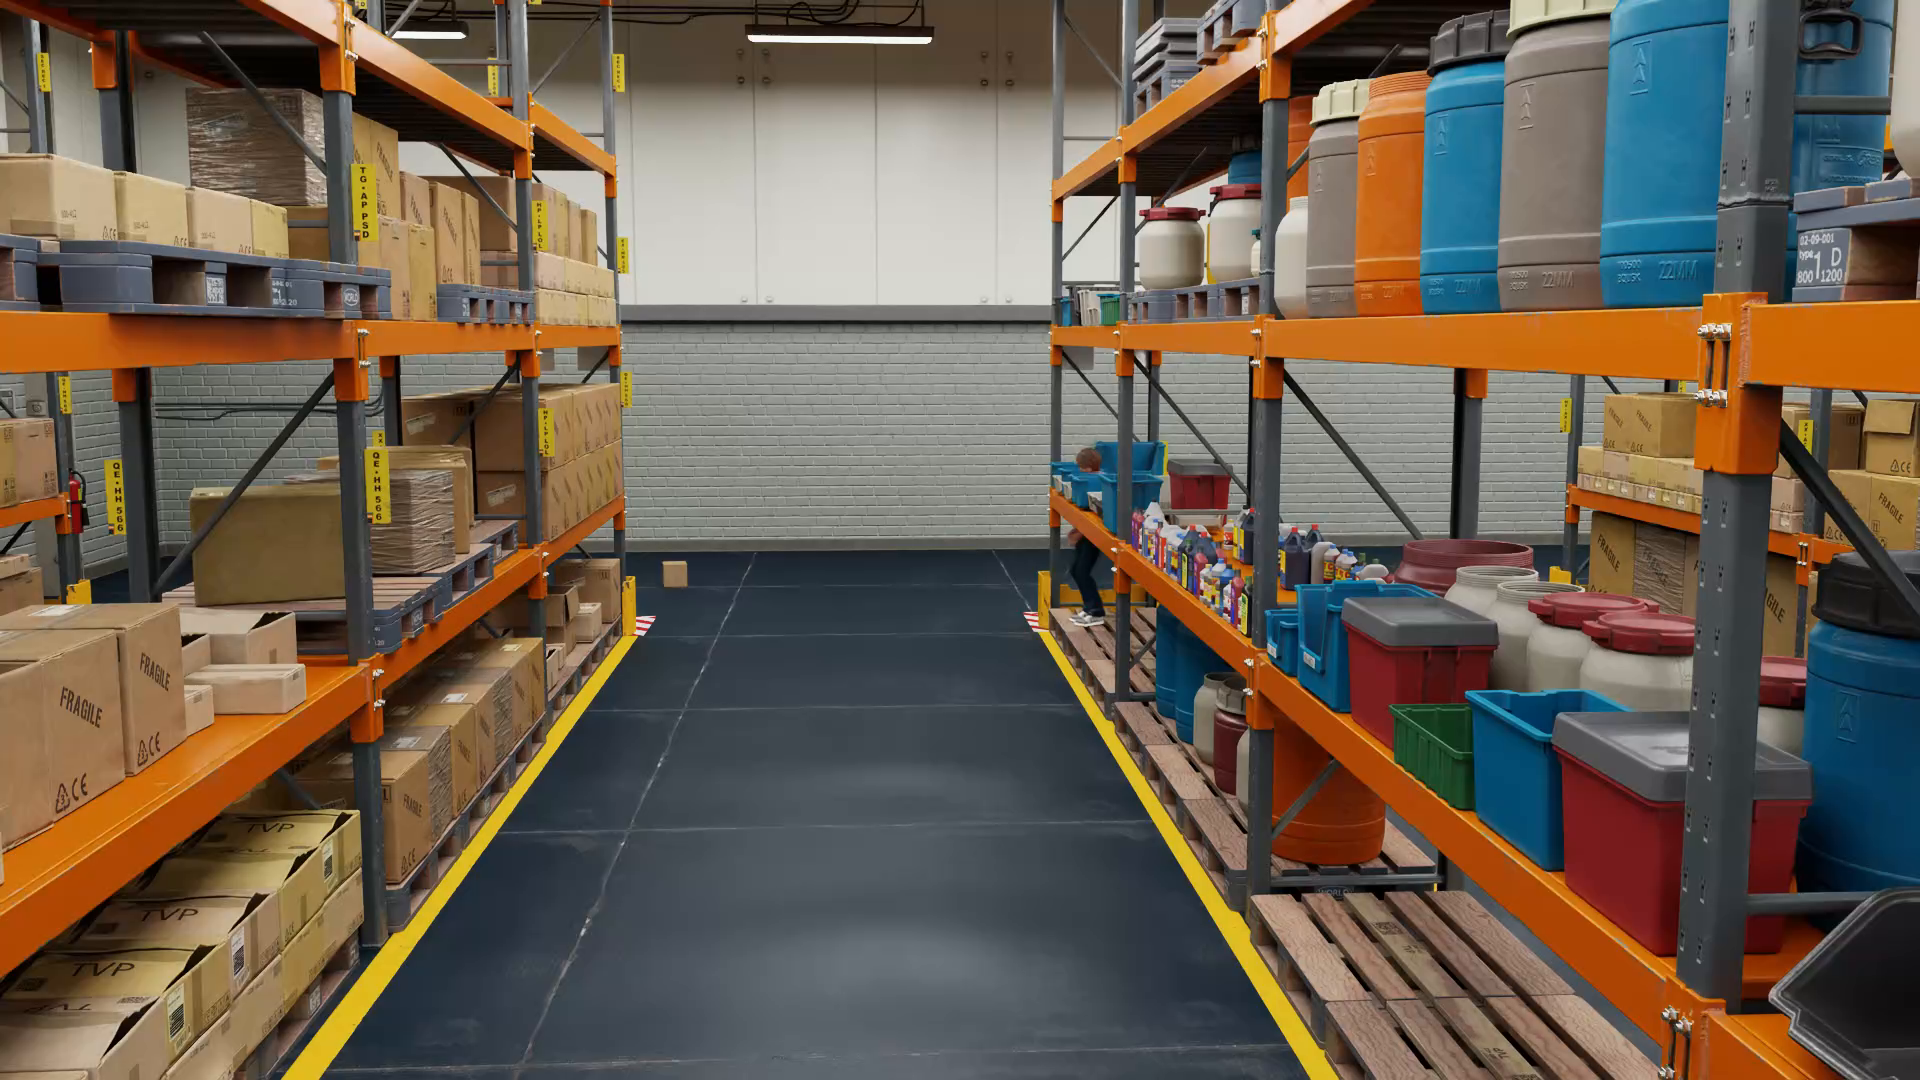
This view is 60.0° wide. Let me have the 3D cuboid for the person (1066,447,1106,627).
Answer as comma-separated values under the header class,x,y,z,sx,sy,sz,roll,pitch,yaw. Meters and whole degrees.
class,x,y,z,sx,sy,sz,roll,pitch,yaw
person,1.120,-0.029,14.526,0.421,1.561,0.430,-1,7,-8
